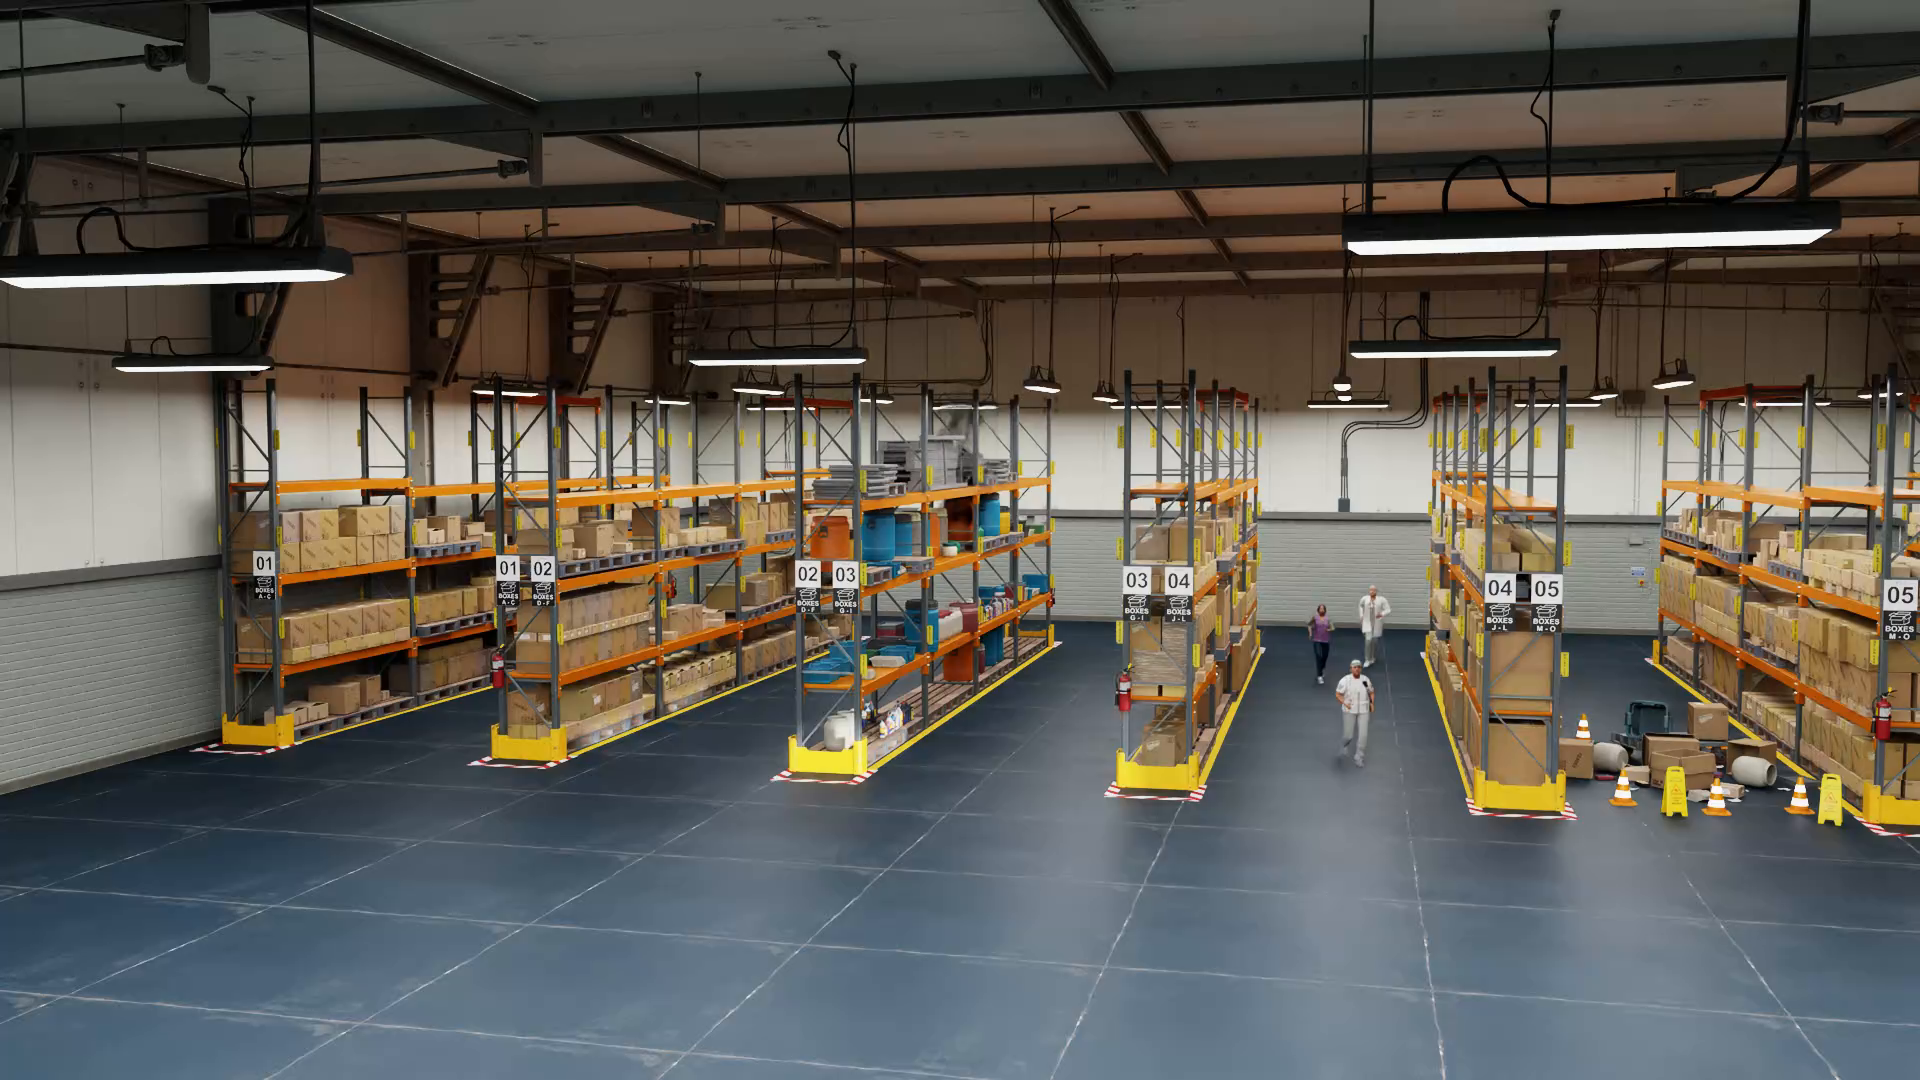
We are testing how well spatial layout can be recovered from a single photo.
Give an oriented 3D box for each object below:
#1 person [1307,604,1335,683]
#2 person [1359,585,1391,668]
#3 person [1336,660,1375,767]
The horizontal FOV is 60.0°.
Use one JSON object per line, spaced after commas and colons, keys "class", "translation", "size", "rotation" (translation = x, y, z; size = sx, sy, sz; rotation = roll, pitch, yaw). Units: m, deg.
{"class": "person", "translation": [7.478, 2.115, 34.429], "size": [0.531, 1.594, 0.883], "rotation": [0, 3, 4]}
{"class": "person", "translation": [9.172, 1.893, 36.825], "size": [0.693, 1.796, 0.921], "rotation": [1, 4, 18]}
{"class": "person", "translation": [6.114, 2.652, 25.674], "size": [0.610, 1.618, 0.632], "rotation": [0, 3, 1]}
